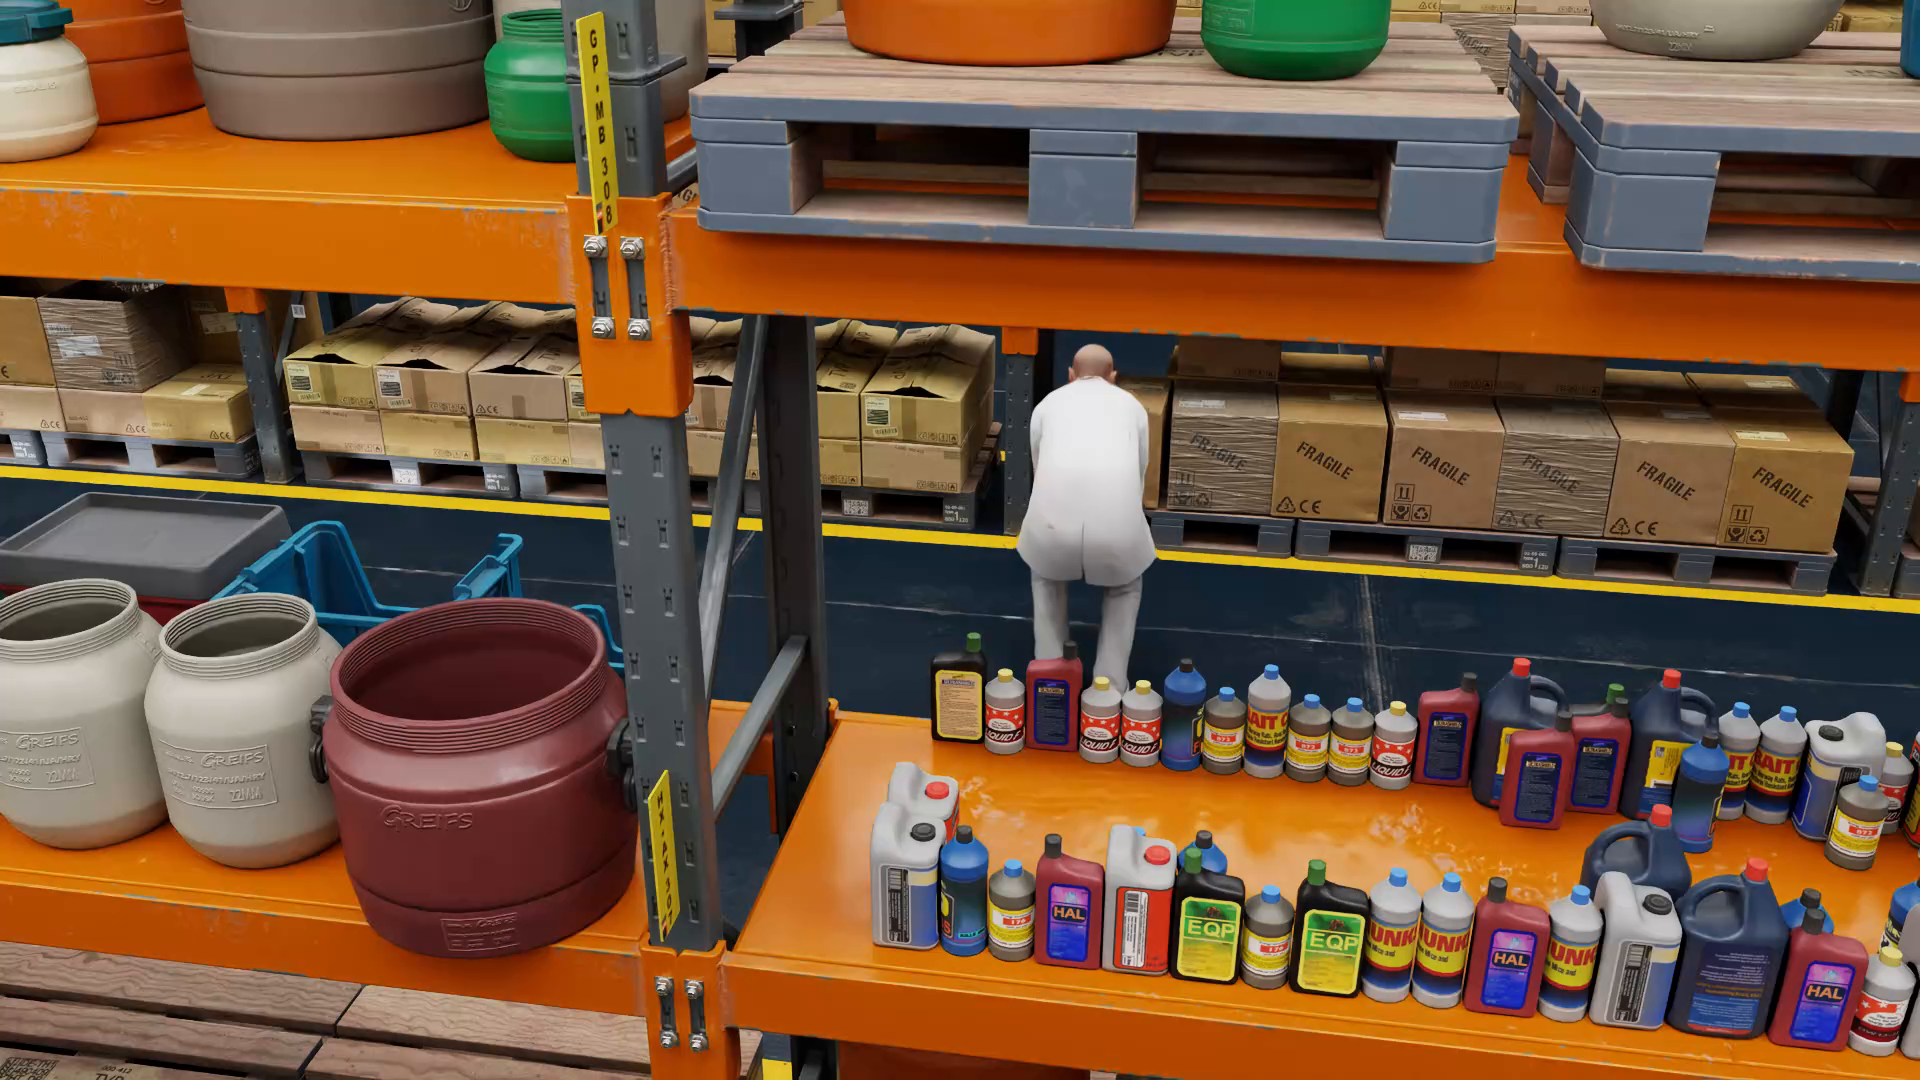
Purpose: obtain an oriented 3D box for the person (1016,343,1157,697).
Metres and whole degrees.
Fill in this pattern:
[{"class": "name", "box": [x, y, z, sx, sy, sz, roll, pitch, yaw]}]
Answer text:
[{"class": "person", "box": [0.521, -0.037, 6.726, 0.558, 1.347, 0.889, 3, 25, 7]}]
